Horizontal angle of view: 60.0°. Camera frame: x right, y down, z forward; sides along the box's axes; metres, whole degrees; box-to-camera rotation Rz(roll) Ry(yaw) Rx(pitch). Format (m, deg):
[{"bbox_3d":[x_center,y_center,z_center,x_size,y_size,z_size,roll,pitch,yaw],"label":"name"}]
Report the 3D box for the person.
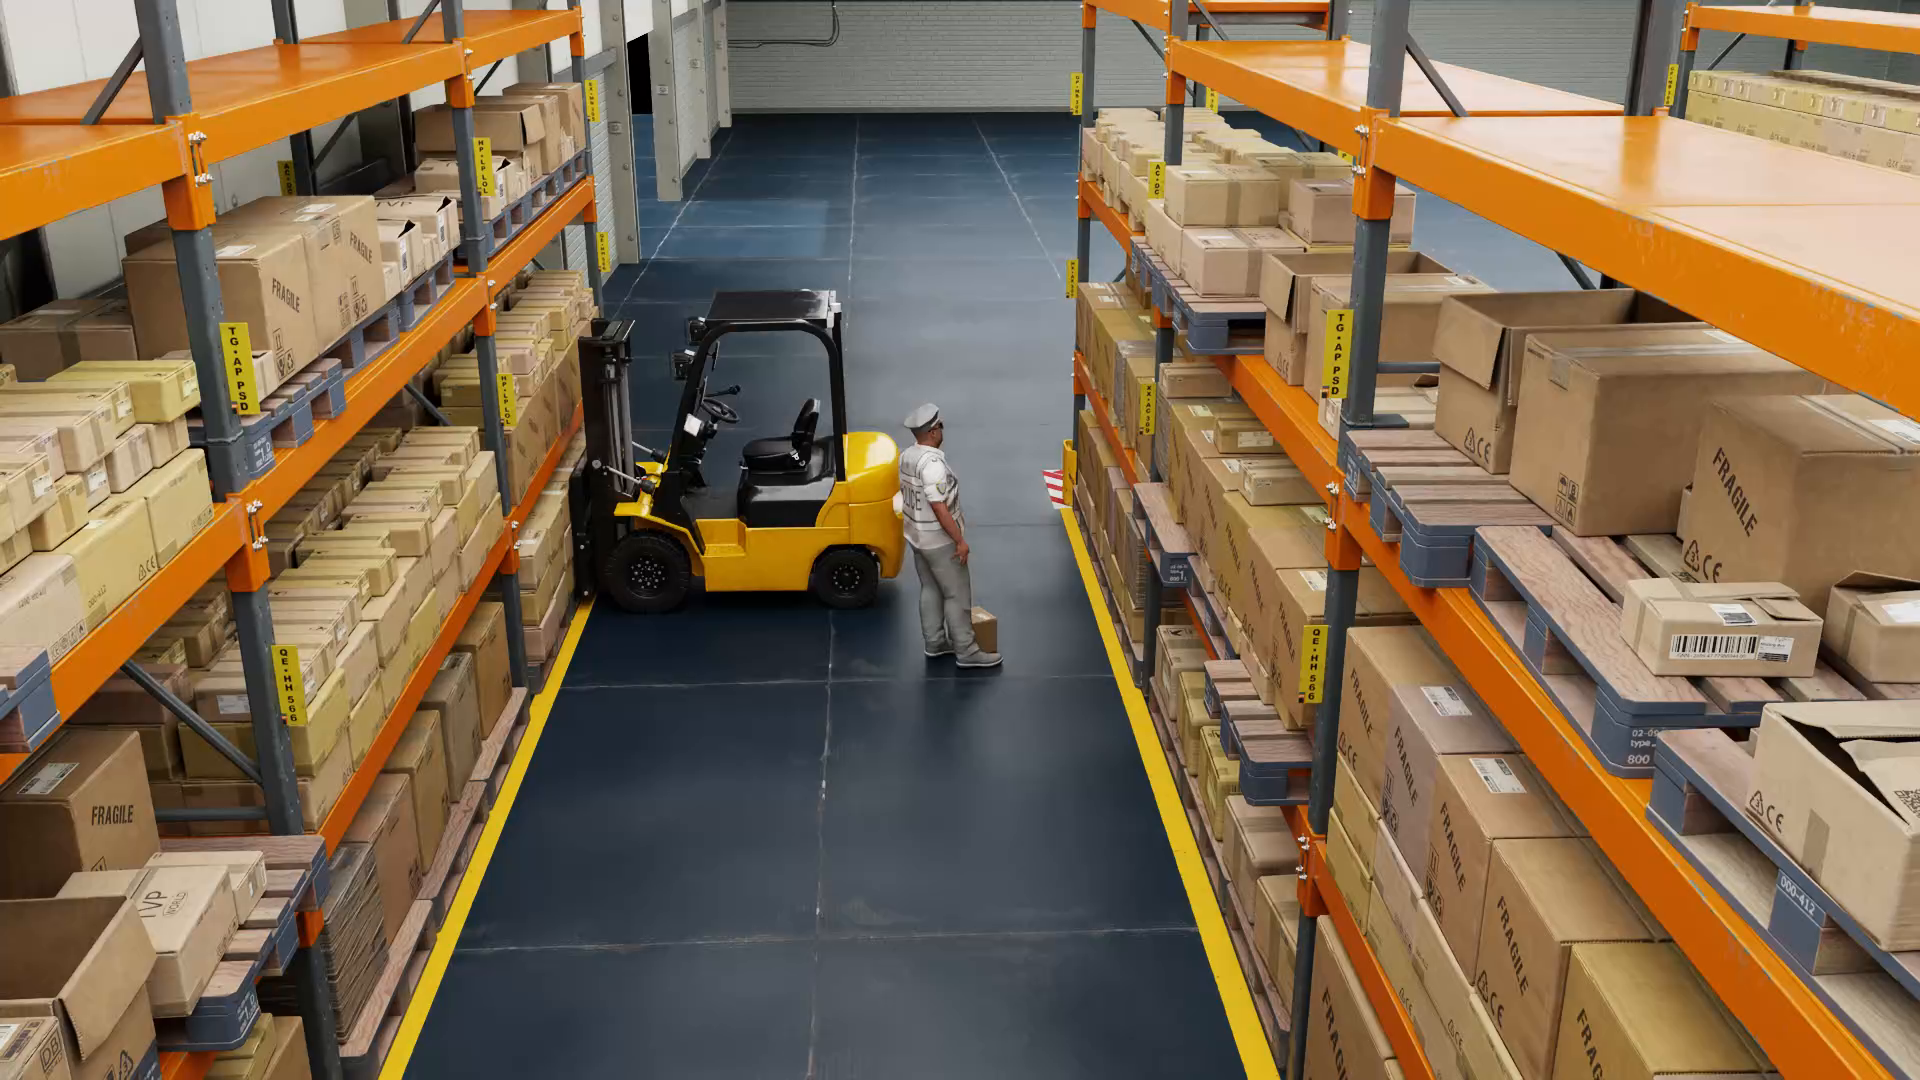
[{"bbox_3d":[-0.086,-0.044,11.116,0.575,1.780,0.640,-10,23,-26],"label":"person"}]
